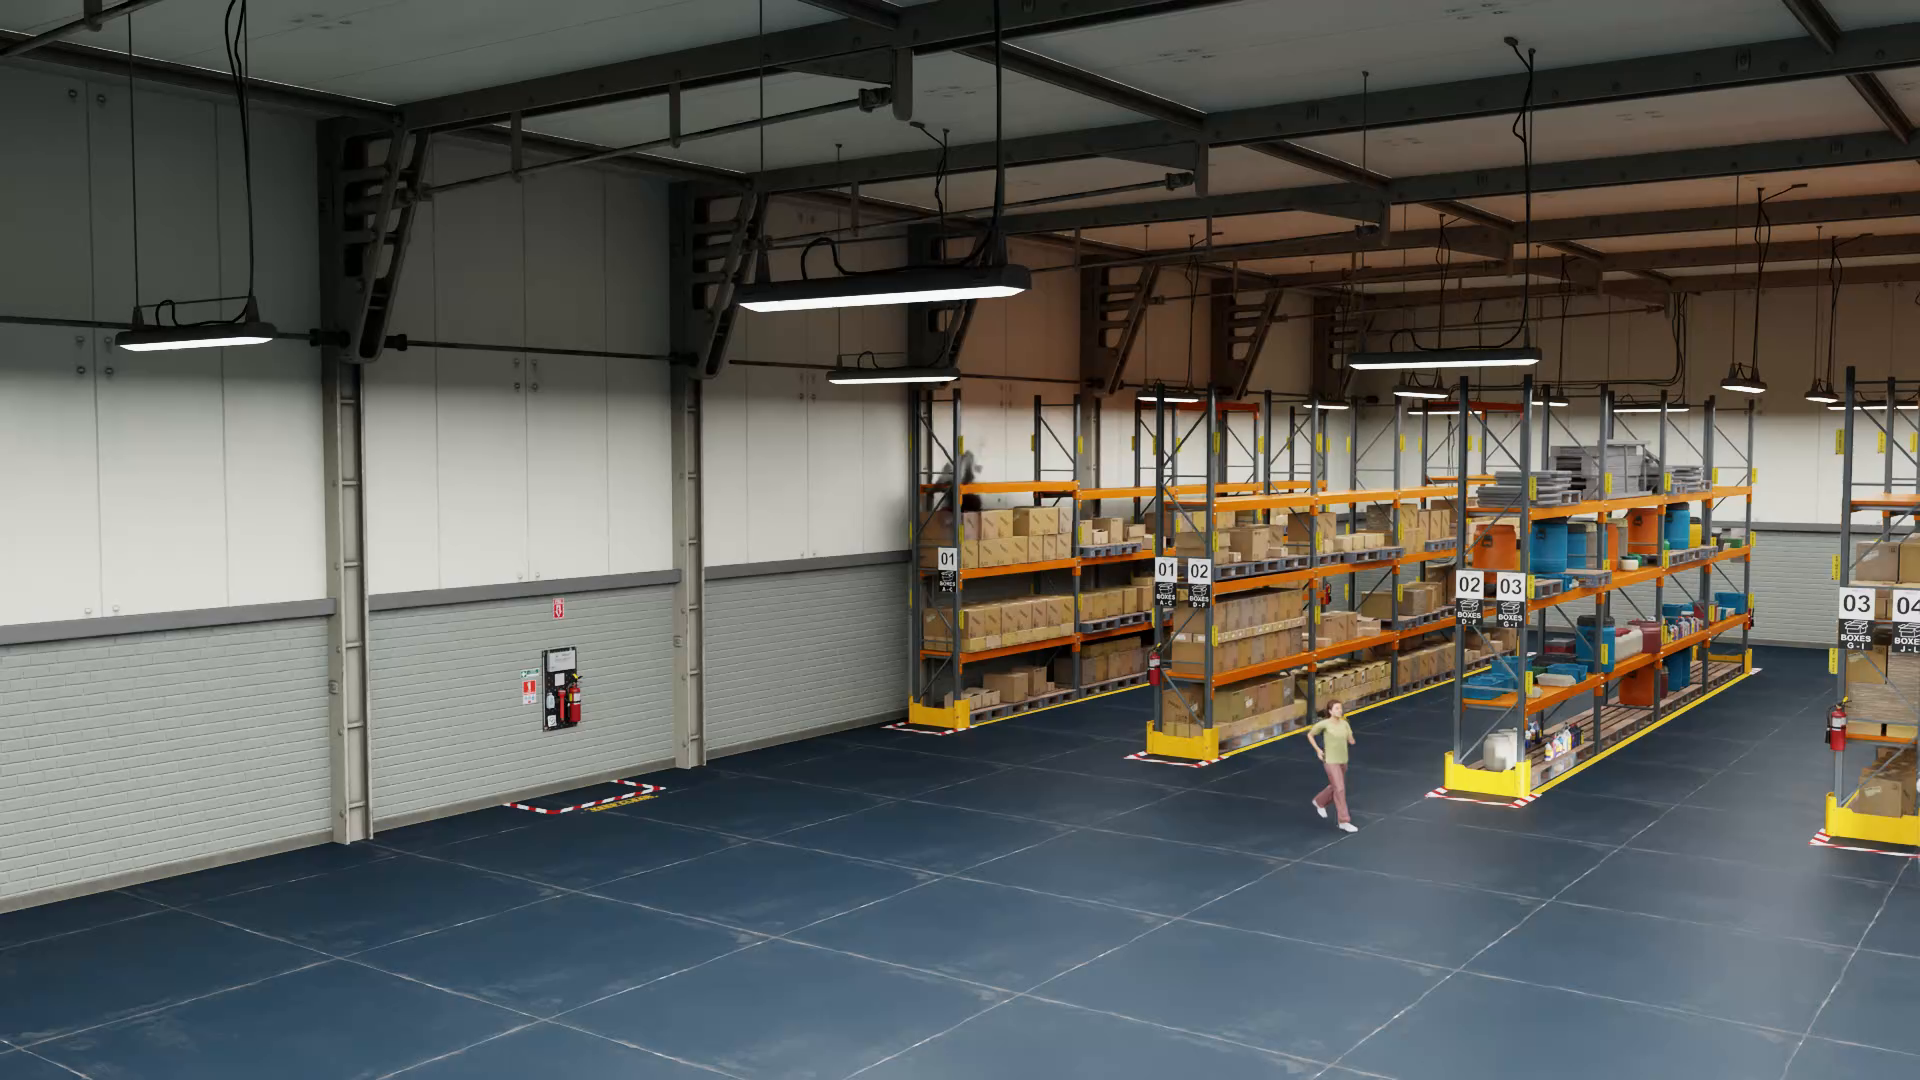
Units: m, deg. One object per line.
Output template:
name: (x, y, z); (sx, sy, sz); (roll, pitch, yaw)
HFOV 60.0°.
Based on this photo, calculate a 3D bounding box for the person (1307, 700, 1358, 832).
person: (4.897, 2.904, 21.719); (0.575, 1.651, 0.970); (-2, 4, -28)
